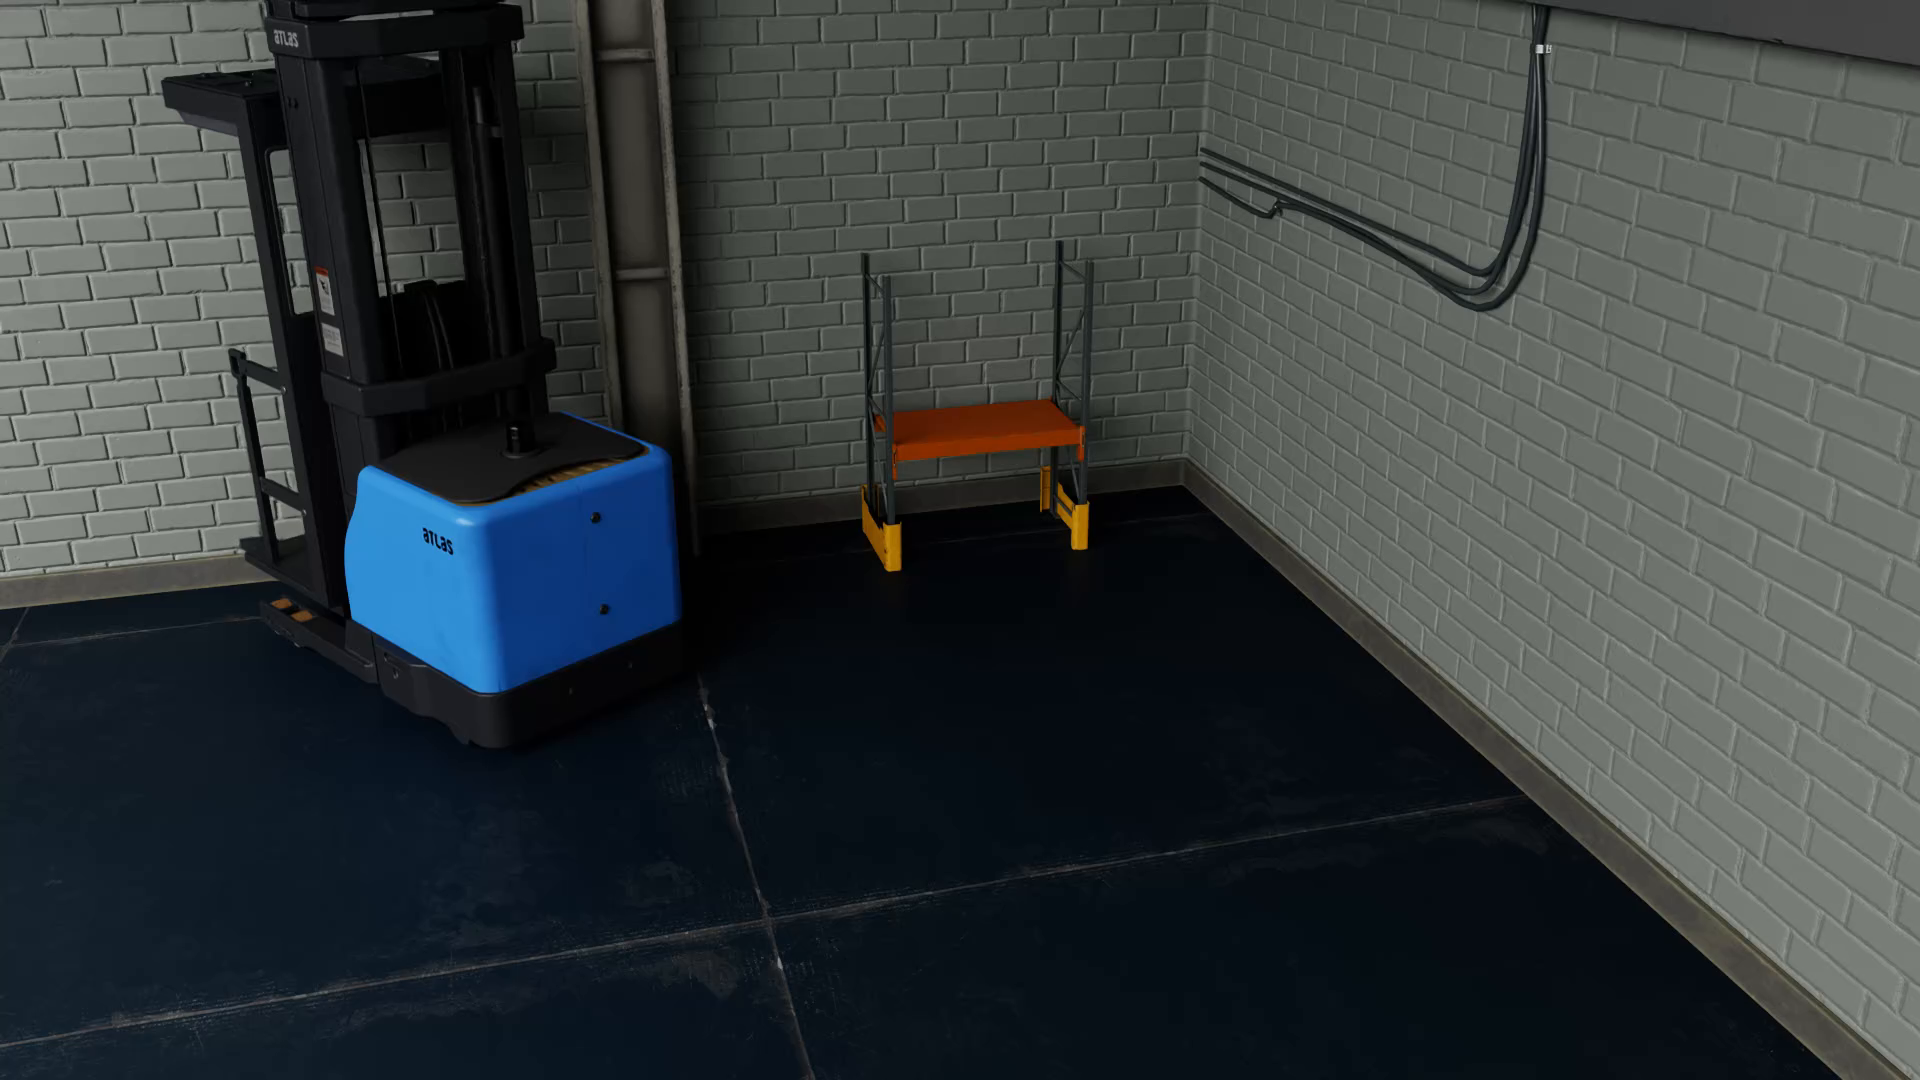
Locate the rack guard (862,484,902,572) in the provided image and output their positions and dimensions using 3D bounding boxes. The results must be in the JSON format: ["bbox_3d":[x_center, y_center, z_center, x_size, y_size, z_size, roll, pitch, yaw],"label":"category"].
[{"bbox_3d":[-0.406,-0.070,8.596,0.087,0.250,0.587,-6,24,-14],"label":"rack guard"}]

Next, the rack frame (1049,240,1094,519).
[{"bbox_3d":[0.572,-0.752,8.602,0.032,1.500,0.500,-6,24,-14],"label":"rack frame"}]

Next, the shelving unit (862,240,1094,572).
[{"bbox_3d":[0.073,-0.697,8.473,1.083,1.500,0.587,-6,24,-14],"label":"shelving unit"}]

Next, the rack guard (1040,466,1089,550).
[{"bbox_3d":[0.553,-0.176,8.843,0.087,0.250,0.587,-6,24,-14],"label":"rack guard"}]

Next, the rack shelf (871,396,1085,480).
[{"bbox_3d":[0.082,-0.533,8.546,1.000,0.185,0.538,-6,24,-14],"label":"rack shelf"}]

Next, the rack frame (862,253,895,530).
[{"bbox_3d":[-0.407,-0.644,8.349,0.032,1.500,0.500,-6,24,-14],"label":"rack frame"}]

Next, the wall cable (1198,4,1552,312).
[{"bbox_3d":[1.634,-2.475,7.043,0.112,2.526,3.097,-6,24,-14],"label":"wall cable"}]

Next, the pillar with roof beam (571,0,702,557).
[{"bbox_3d":[-0.397,-2.455,3.060,0.400,9.000,9.100,-6,24,-14],"label":"pillar with roof beam"}]

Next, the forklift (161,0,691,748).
[{"bbox_3d":[-2.607,-0.989,7.338,3.031,2.935,1.130,20,30,39],"label":"forklift"}]
